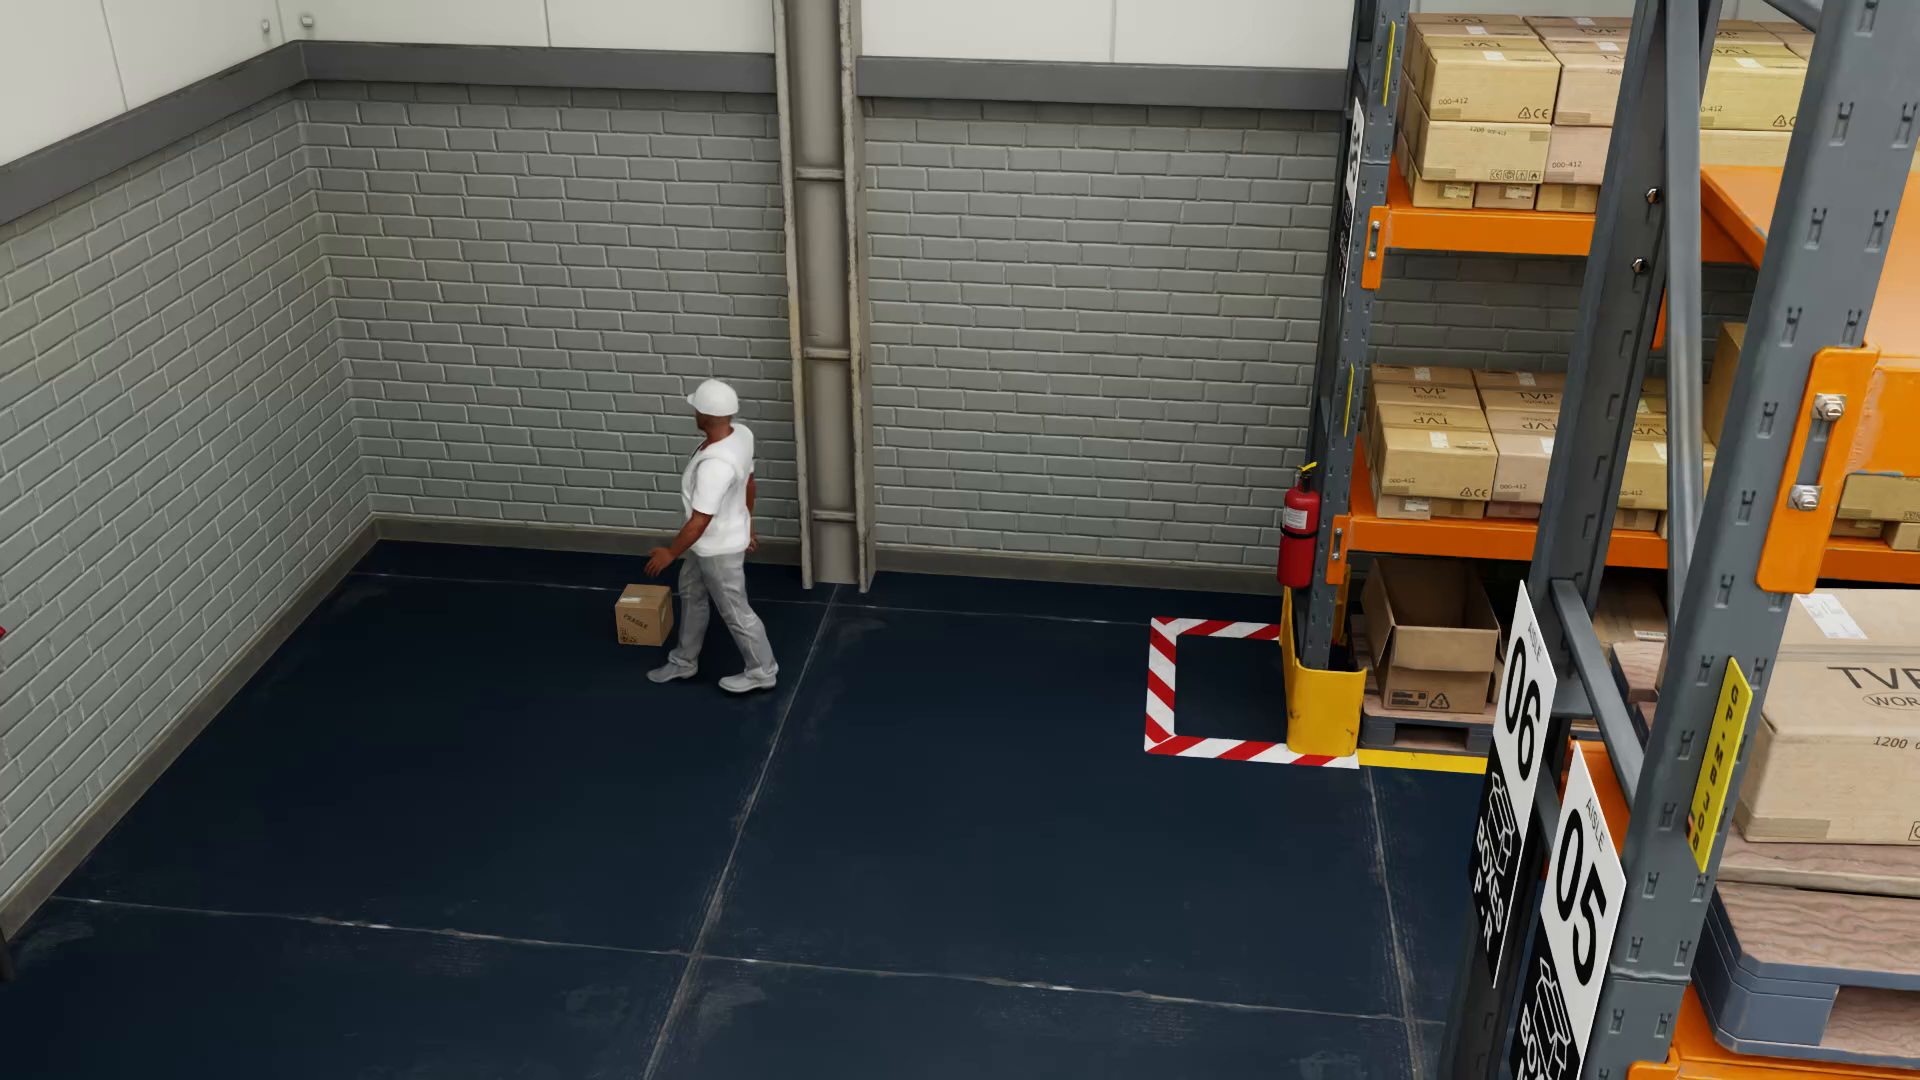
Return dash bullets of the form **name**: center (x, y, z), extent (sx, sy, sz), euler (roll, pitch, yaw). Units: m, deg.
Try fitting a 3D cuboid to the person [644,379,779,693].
- **person**: center (-1.340, 0.022, 8.569), extent (0.738, 1.795, 0.593), euler (-1, 28, -1)
